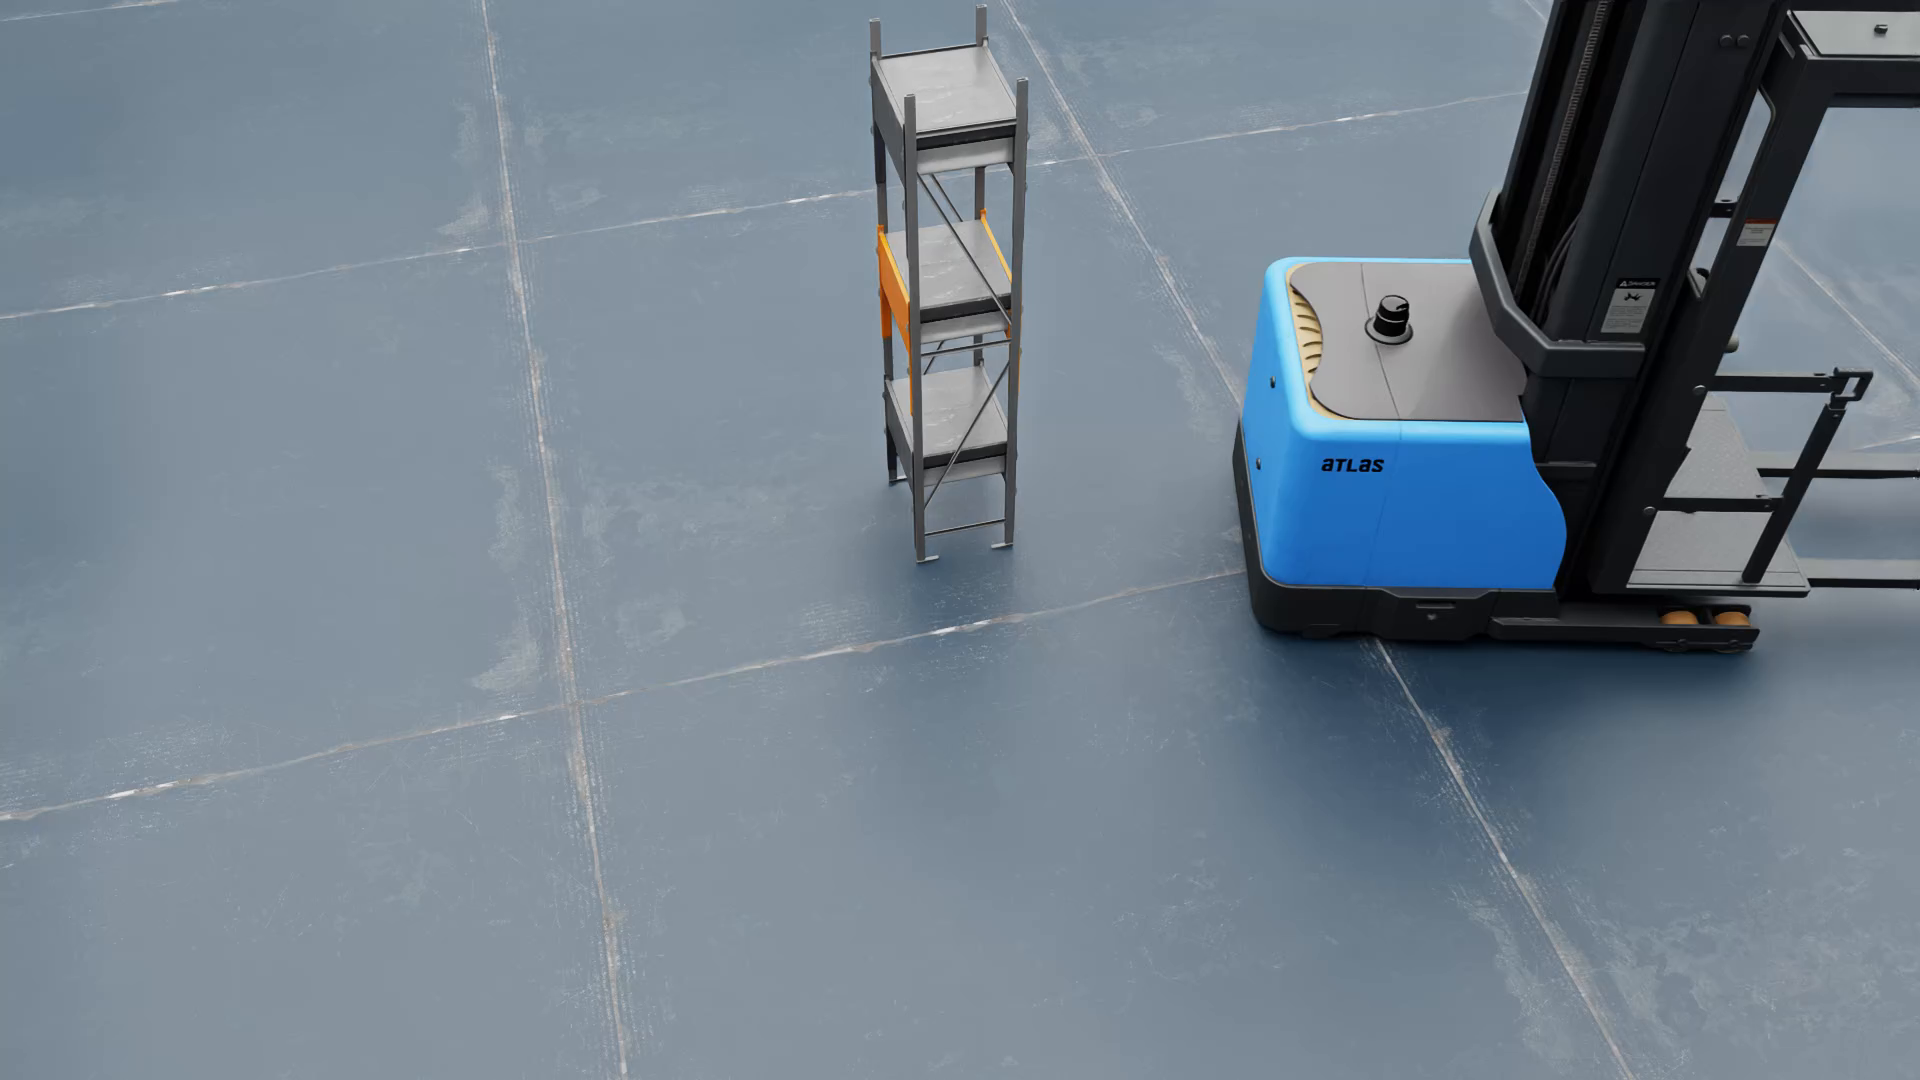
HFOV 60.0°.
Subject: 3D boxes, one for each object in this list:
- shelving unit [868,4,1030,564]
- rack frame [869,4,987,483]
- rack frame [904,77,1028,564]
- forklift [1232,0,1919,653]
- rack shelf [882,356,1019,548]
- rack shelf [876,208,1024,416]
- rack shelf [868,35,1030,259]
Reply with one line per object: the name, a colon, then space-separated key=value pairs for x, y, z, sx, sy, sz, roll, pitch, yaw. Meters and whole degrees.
shelving unit: x=-0.042 y=-0.849 z=6.112 sx=0.431 sy=2.100 sz=0.503 roll=-11 pitch=47 yaw=-10
rack frame: x=-0.105 y=-1.018 z=6.277 sx=0.400 sy=2.100 sz=0.015 roll=-11 pitch=47 yaw=-10
rack frame: x=0.020 y=-0.681 z=5.947 sx=0.400 sy=2.100 sz=0.015 roll=-11 pitch=47 yaw=-10
forklift: x=2.647 y=-0.984 z=5.662 sx=3.031 sy=2.935 sz=1.130 roll=1 pitch=46 yaw=1
rack shelf: x=-0.042 y=-0.350 z=6.622 sx=0.431 sy=0.518 sz=0.480 roll=-11 pitch=47 yaw=-10
rack shelf: x=-0.042 y=-0.840 z=6.122 sx=0.431 sy=0.518 sz=0.480 roll=-11 pitch=47 yaw=-10
rack shelf: x=-0.042 y=-1.330 z=5.622 sx=0.431 sy=0.518 sz=0.480 roll=-11 pitch=47 yaw=-10
